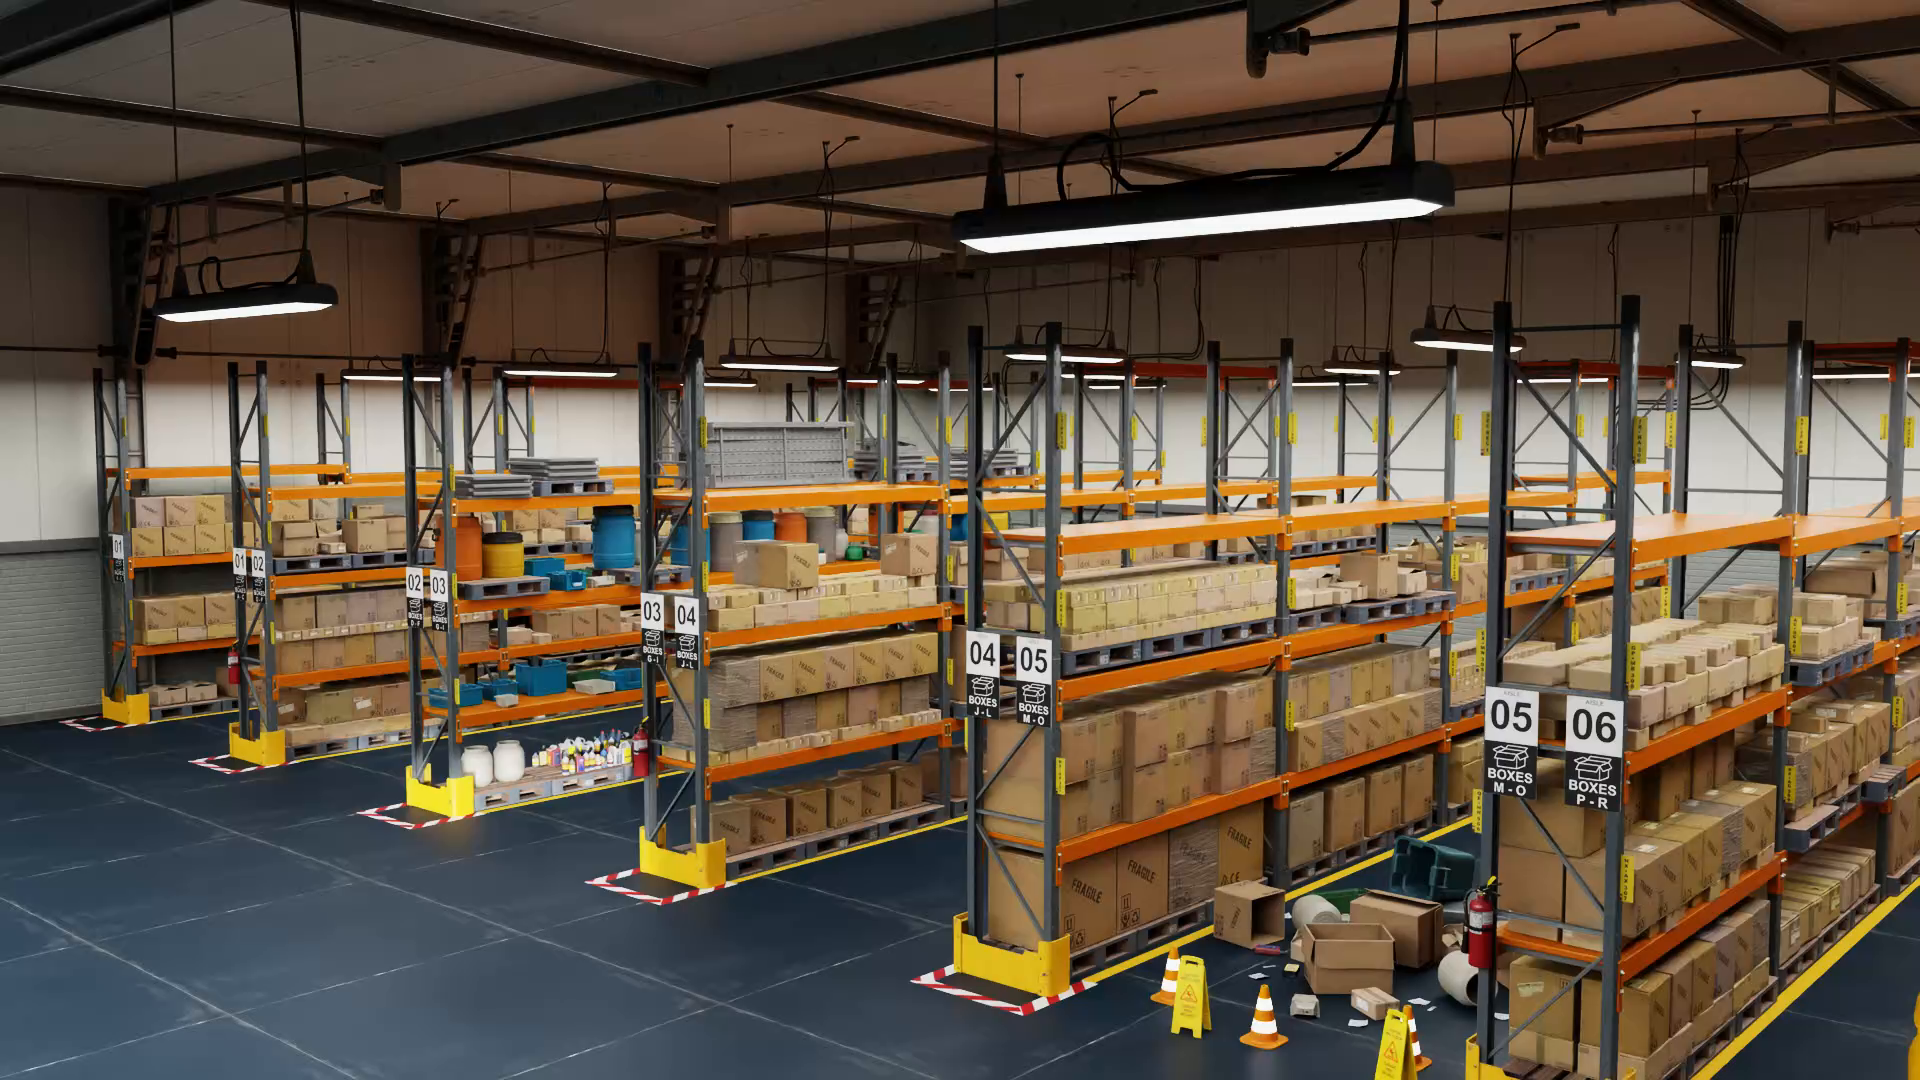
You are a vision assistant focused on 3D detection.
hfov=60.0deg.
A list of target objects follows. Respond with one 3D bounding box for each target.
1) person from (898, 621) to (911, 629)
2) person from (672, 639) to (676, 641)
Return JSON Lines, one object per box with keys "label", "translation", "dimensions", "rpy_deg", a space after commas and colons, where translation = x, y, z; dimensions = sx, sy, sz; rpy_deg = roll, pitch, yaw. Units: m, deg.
{"label": "person", "translation": [-1.162, 1.927, 32.446], "dimensions": [0.517, 1.708, 0.439], "rpy_deg": [-4, 6, -42]}
{"label": "person", "translation": [-4.234, 2.362, 26.210], "dimensions": [0.710, 1.758, 0.478], "rpy_deg": [1, 4, 9]}
